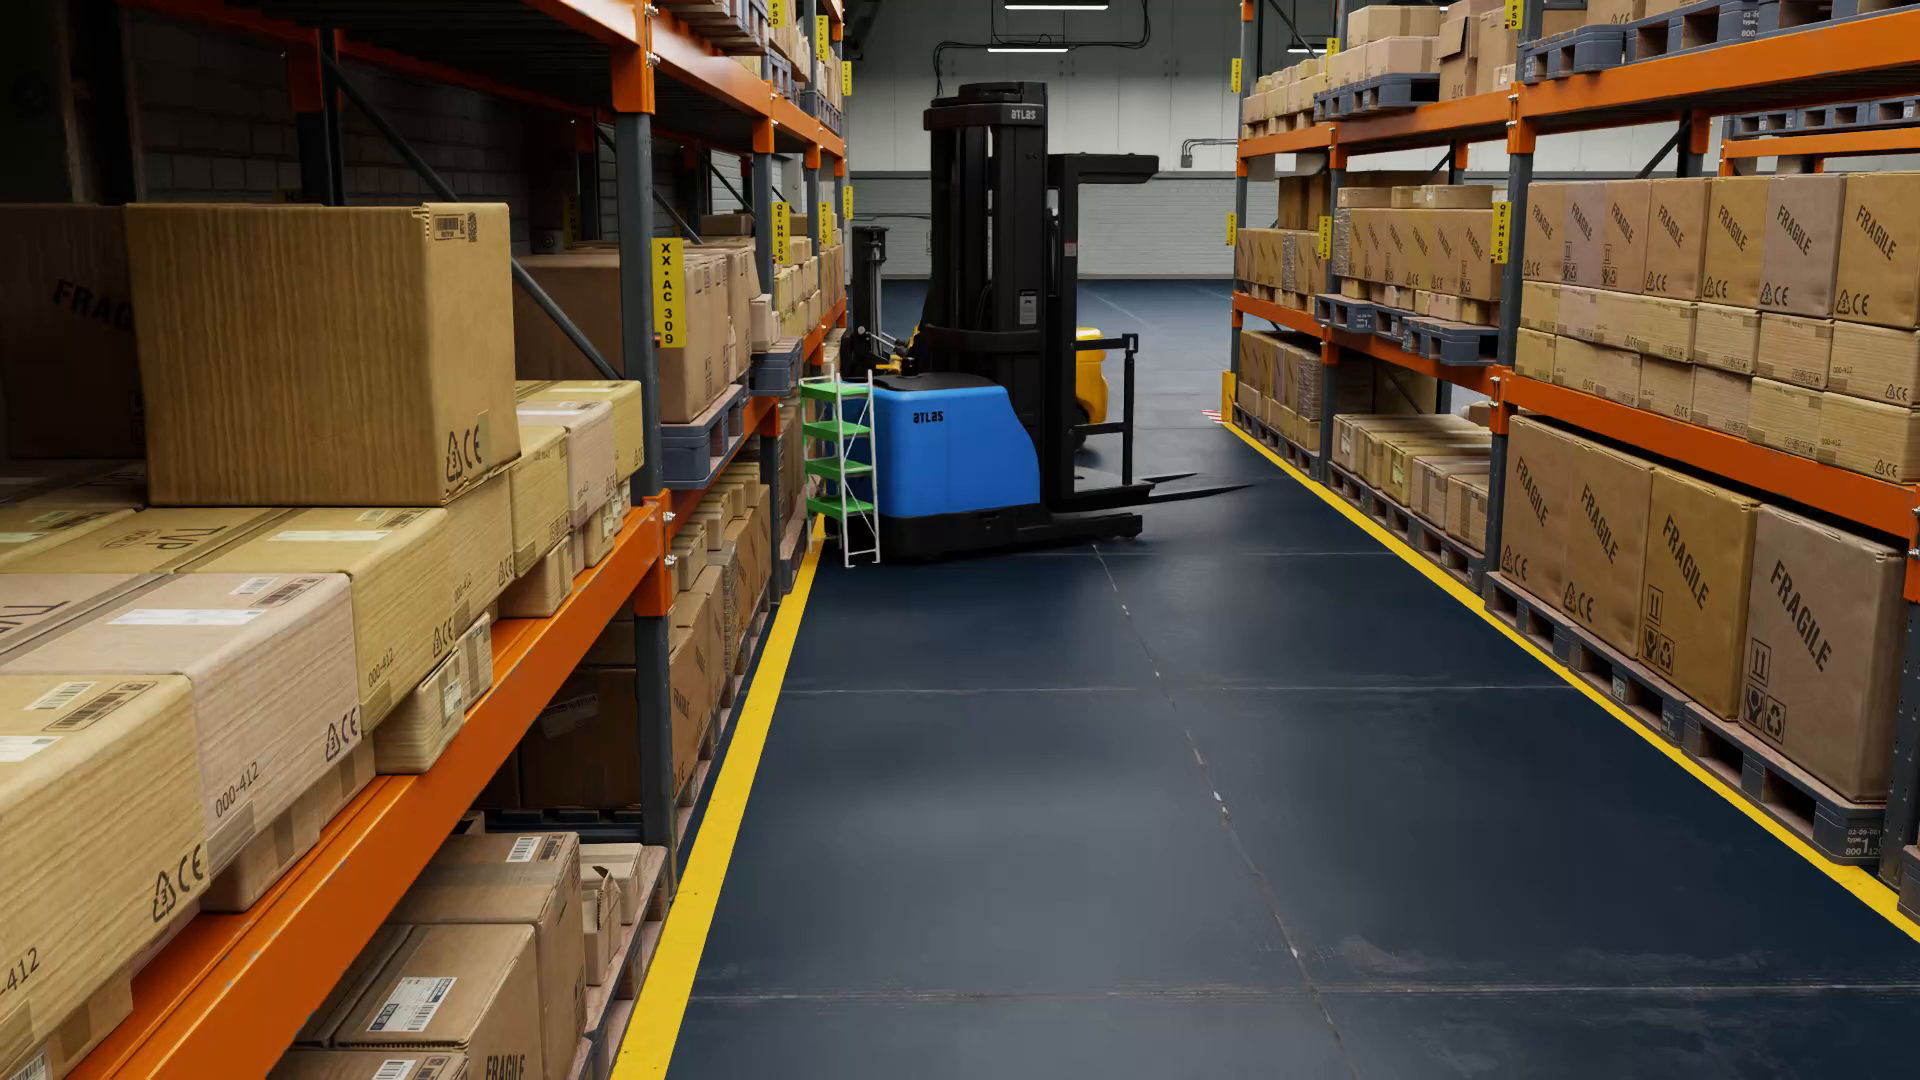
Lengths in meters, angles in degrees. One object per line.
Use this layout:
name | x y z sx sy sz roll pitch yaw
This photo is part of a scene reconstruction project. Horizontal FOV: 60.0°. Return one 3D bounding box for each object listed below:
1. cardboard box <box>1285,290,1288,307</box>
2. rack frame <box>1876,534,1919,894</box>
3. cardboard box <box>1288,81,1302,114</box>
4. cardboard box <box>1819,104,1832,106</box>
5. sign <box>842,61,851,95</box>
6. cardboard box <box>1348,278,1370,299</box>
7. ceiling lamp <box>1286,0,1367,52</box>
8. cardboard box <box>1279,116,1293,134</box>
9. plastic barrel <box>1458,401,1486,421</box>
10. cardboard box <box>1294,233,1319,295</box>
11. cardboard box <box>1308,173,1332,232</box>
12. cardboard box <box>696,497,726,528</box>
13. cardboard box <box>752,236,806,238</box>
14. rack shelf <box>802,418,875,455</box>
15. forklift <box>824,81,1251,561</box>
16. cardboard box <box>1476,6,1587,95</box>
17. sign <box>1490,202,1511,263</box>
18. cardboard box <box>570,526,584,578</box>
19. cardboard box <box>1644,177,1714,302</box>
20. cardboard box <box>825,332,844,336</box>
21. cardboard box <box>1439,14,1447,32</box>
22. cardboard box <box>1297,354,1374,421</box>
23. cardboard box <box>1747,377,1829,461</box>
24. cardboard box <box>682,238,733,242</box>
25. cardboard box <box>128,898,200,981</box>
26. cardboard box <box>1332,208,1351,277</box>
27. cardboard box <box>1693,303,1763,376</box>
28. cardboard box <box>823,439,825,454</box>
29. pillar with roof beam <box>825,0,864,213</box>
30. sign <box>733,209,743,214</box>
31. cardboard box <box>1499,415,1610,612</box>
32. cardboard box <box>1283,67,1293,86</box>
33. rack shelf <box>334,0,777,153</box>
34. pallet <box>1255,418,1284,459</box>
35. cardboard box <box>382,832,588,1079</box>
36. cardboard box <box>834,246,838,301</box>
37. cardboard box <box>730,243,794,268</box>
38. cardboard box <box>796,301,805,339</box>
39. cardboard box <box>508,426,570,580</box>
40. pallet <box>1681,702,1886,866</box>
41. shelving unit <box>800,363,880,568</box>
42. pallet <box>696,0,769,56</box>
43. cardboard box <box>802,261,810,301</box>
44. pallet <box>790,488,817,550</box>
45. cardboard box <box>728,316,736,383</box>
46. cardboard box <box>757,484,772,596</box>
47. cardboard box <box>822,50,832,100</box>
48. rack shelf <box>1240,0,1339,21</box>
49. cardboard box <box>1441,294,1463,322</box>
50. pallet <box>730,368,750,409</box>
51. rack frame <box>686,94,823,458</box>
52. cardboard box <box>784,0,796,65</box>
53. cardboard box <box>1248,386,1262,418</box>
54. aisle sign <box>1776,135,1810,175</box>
cardboard box | 3.066 -2.118 14.587 0.380 0.149 0.250 0 11 -2
rack frame | 3.542 -0.335 5.168 1.000 3.000 0.127 0 11 -1
cardboard box | 3.091 -3.756 14.116 0.500 0.250 0.500 0 11 -2
cardboard box | 7.959 -3.992 14.972 0.380 0.149 0.250 0 11 -1
sign | -1.126 -4.564 16.440 0.100 0.325 0.005 0 11 -1
cardboard box | 3.068 -1.847 12.197 0.380 0.149 0.250 0 11 0
ceiling lamp | 9.042 -13.604 40.799 2.000 3.185 0.800 0 11 -1
cardboard box | 3.053 -3.691 14.797 0.380 0.149 0.250 -1 11 -3
plastic barrel | 4.850 -1.054 15.189 0.512 0.421 0.421 9 15 38
cardboard box | 3.101 -2.310 13.901 0.500 0.500 0.500 0 11 1
cardboard box | 3.511 -3.004 14.805 0.700 0.500 0.500 0 11 -2
cardboard box | -1.276 -0.102 7.617 0.380 0.149 0.250 0 11 -2
cardboard box | -1.357 -2.204 12.498 0.380 0.149 0.250 0 11 1
rack shelf | -0.755 -0.643 10.295 0.258 0.148 0.480 -10 15 -31
forklift | 0.623 -1.505 11.106 3.031 2.935 1.130 -7 13 -31
cardboard box | 3.450 -2.838 9.708 0.700 0.500 0.500 0 11 -1
sign | 2.917 -1.655 8.960 0.100 0.325 0.005 0 11 -1
cardboard box | -1.127 0.027 4.015 0.380 0.149 0.250 0 11 0
cardboard box | 3.247 -1.269 7.002 0.500 0.500 0.500 0 11 0
cardboard box | -1.331 -1.856 16.009 0.500 0.250 0.500 0 11 0
cardboard box | 3.516 -3.658 12.066 0.500 0.250 0.500 0 11 0
cardboard box | 3.096 -1.268 13.738 0.500 0.500 0.500 0 11 -2
cardboard box | 3.271 -0.451 6.116 0.500 0.250 0.500 0 11 -2
cardboard box | -1.836 -2.097 11.970 0.380 0.149 0.250 0 11 -1
cardboard box | -1.162 0.435 2.002 0.380 0.149 0.250 0 11 -2
cardboard box | 3.100 -2.232 12.460 0.500 0.500 0.500 0 11 0
cardboard box | 3.255 -0.796 6.557 0.500 0.250 0.500 0 11 0
cardboard box | -1.265 -0.860 13.614 0.500 0.250 0.500 0 11 -1
pillar with roof beam | 1.253 -10.286 39.128 9.100 9.000 0.548 0 11 -1
sign | -2.224 -3.162 16.722 0.100 0.325 0.005 0 11 -1
cardboard box | 3.390 -0.157 8.578 0.875 0.875 0.875 0 11 -2
cardboard box | 3.024 -4.033 14.477 0.380 0.149 0.250 0 11 0
rack shelf | -1.462 -1.829 6.797 1.077 0.370 4.000 0 11 -1
pallet | 3.299 -0.935 15.139 1.003 0.211 1.213 0 11 -1
cardboard box | -1.256 1.002 3.808 0.700 0.500 0.500 -1 11 -3
cardboard box | -1.384 -2.447 15.324 0.500 0.500 0.500 0 11 -2
cardboard box | -1.253 -1.797 10.491 0.380 0.149 0.250 0 11 0
cardboard box | -1.300 -1.431 10.943 0.500 0.250 0.500 0 11 1
cardboard box | -1.144 -0.088 3.575 0.500 0.250 0.500 0 11 -2
pallet | 3.451 0.878 6.200 1.003 0.211 1.213 0 11 -1
shelving unit | -0.749 -0.471 10.334 0.258 1.200 0.503 -10 15 -31
pallet | -1.388 -2.028 6.441 1.213 0.211 1.003 0 11 -1
cardboard box | -1.298 -1.776 11.387 0.500 0.250 0.500 0 11 0
pallet | -1.504 -0.148 11.260 1.003 0.211 1.213 0 11 -1
cardboard box | -1.066 -0.732 6.404 0.396 0.266 0.258 0 11 2
cardboard box | -1.280 -0.007 8.780 0.500 0.500 0.500 0 11 0
cardboard box | -1.521 -4.068 14.453 0.797 0.503 0.637 0 11 1
rack shelf | 3.335 -4.909 14.441 1.077 0.370 4.000 0 11 -1
cardboard box | 3.089 -1.380 9.894 0.380 0.149 0.250 0 11 -2
pallet | -1.458 -0.629 7.097 1.003 0.211 1.213 0 11 -1
rack frame | -1.586 -1.904 12.902 1.000 3.000 0.127 0 11 -1
cardboard box | -1.296 -3.231 10.335 0.500 0.500 0.500 0 11 0
cardboard box | 3.037 -1.316 15.861 0.500 0.250 0.500 0 11 1
aisle sign | 8.539 -4.051 16.942 0.394 0.787 0.004 0 11 -1
